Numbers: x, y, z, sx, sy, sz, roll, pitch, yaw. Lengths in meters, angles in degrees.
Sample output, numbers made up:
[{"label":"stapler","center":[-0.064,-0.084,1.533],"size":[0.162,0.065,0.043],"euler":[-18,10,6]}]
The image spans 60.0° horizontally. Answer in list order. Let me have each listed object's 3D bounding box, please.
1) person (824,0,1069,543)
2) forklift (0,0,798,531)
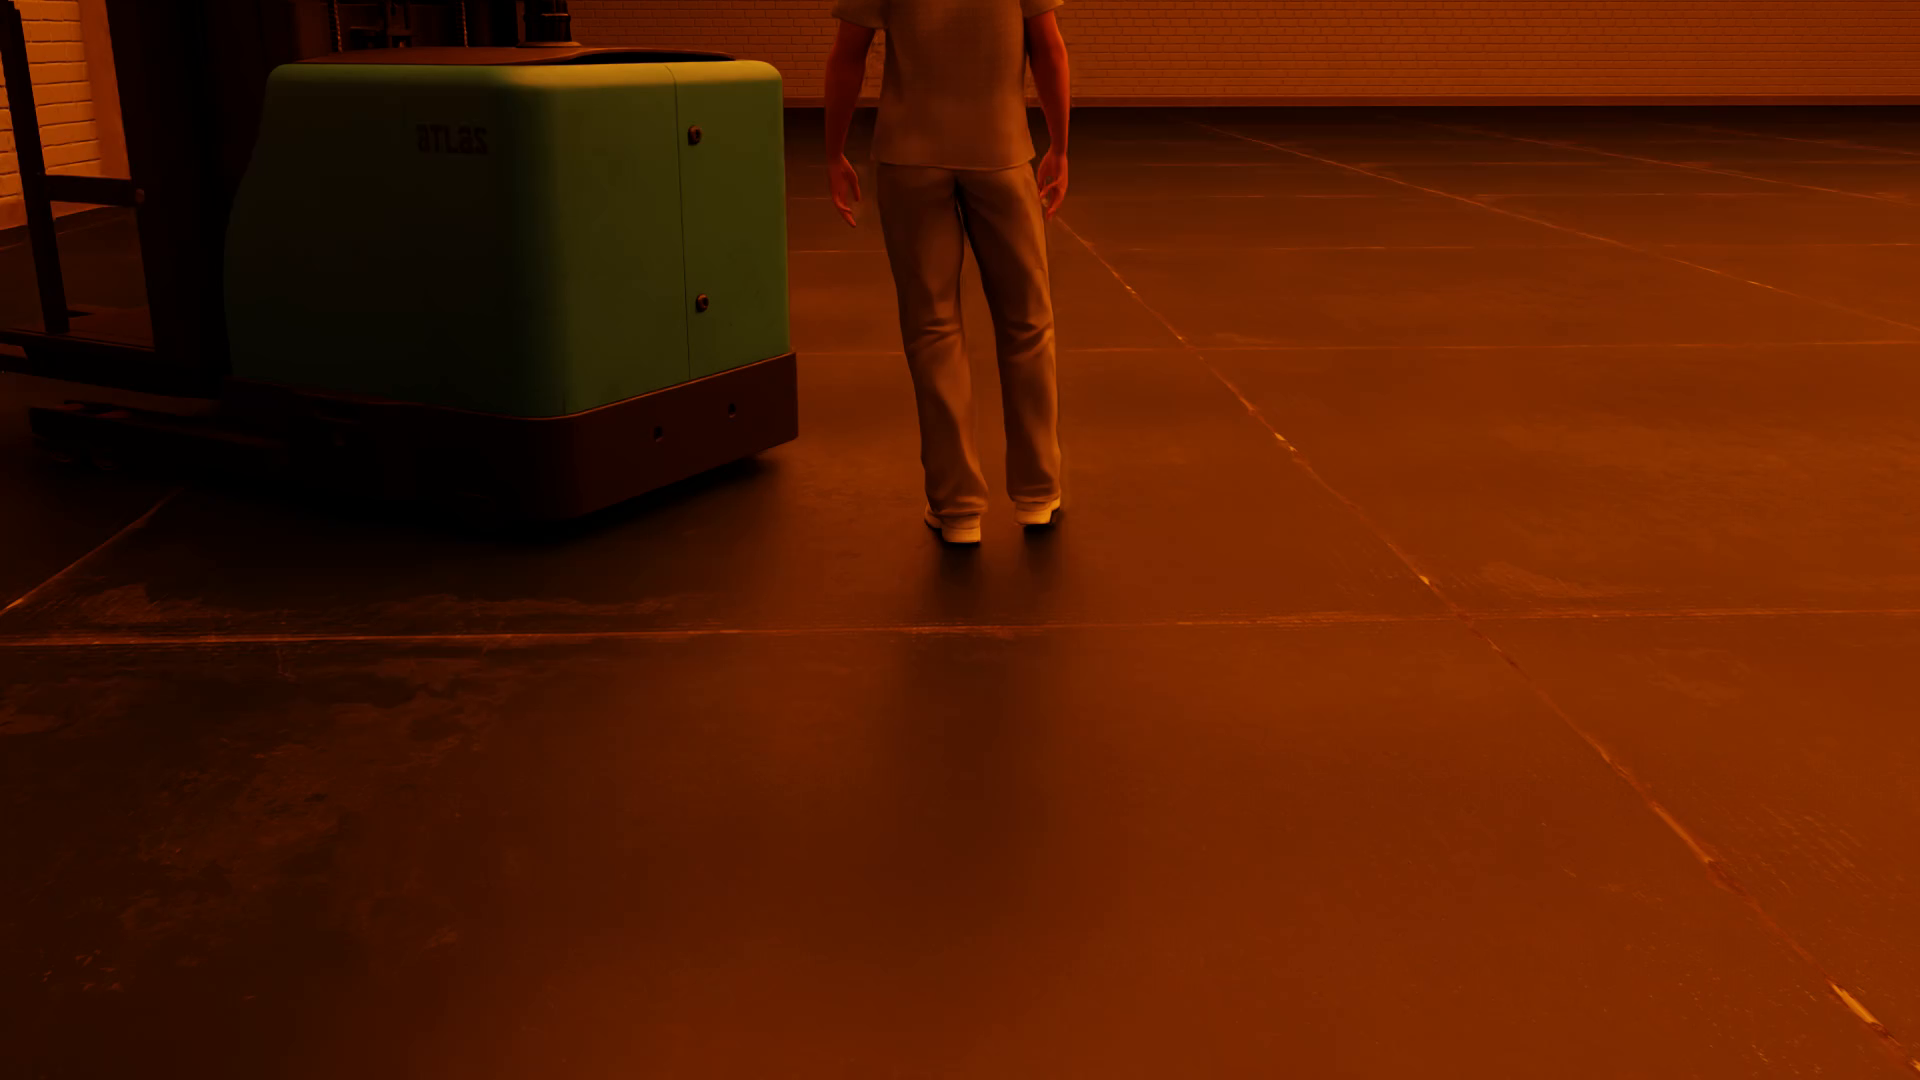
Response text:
[{"label":"person","center":[-0.017,-0.830,3.762],"size":[0.571,1.675,0.521],"euler":[-1,17,-4]},{"label":"forklift","center":[-1.989,-1.713,4.506],"size":[3.031,2.935,1.130],"euler":[9,19,28]}]
